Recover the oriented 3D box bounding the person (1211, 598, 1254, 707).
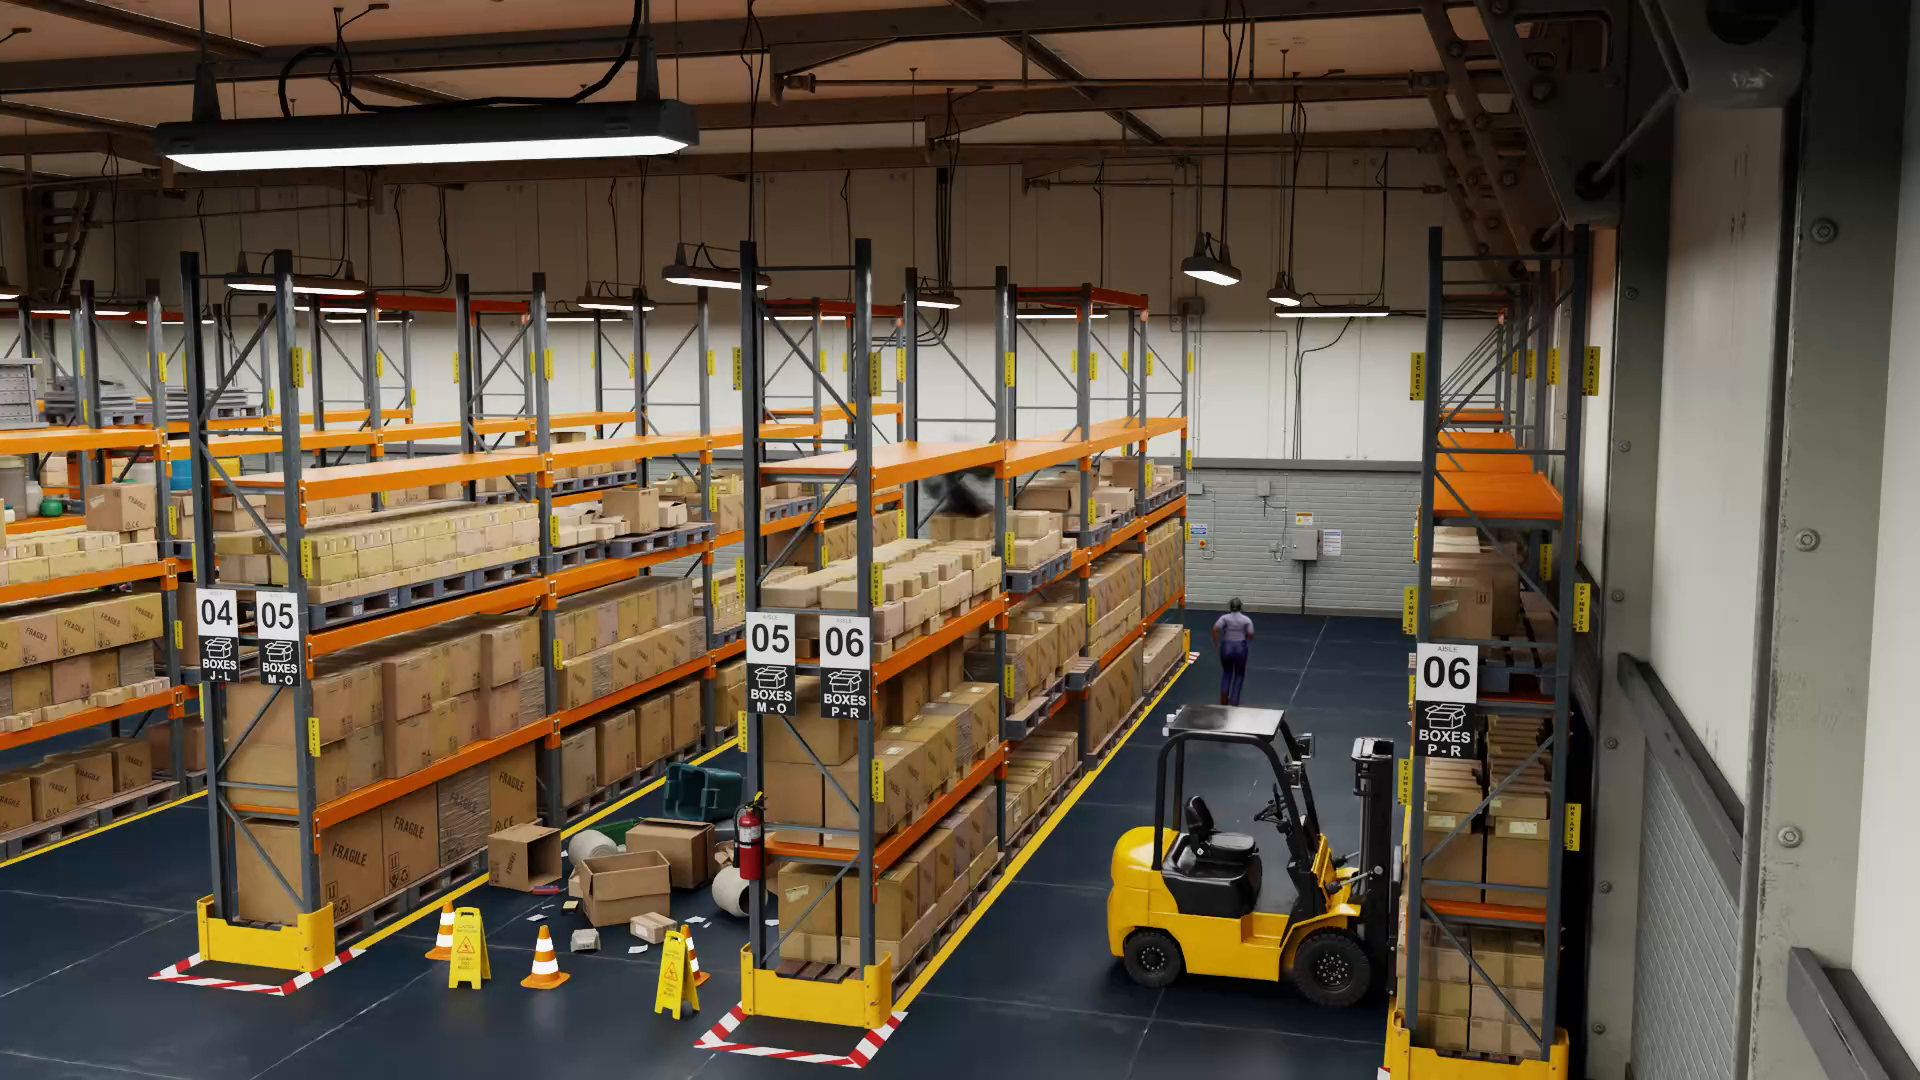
[{"bbox_3d":[3.994,1.649,24.257,0.582,1.620,0.652,2,7,19],"label":"person"}]
